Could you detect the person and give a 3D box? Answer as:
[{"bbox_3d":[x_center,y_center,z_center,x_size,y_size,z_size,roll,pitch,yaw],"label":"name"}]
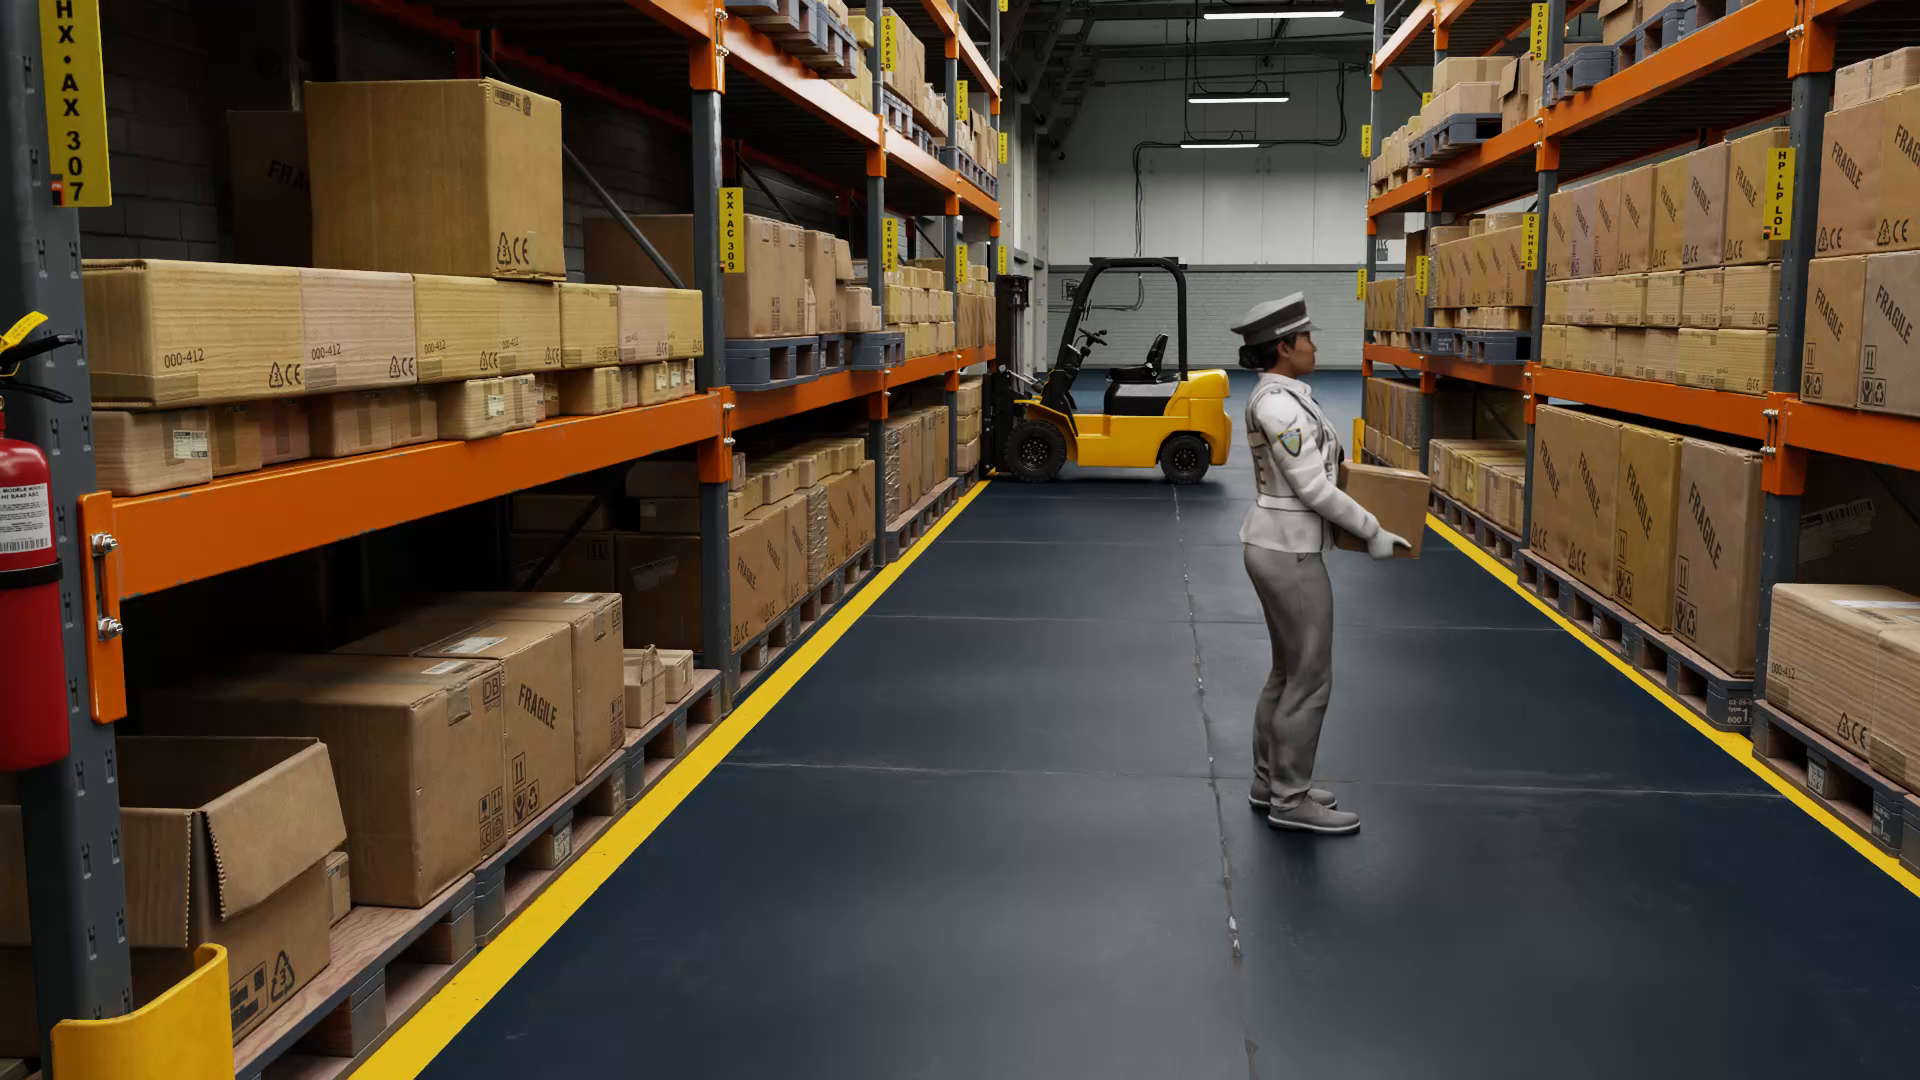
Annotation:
[{"bbox_3d":[1.059,0.066,5.256,0.433,1.679,0.355,1,8,7],"label":"person"}]
